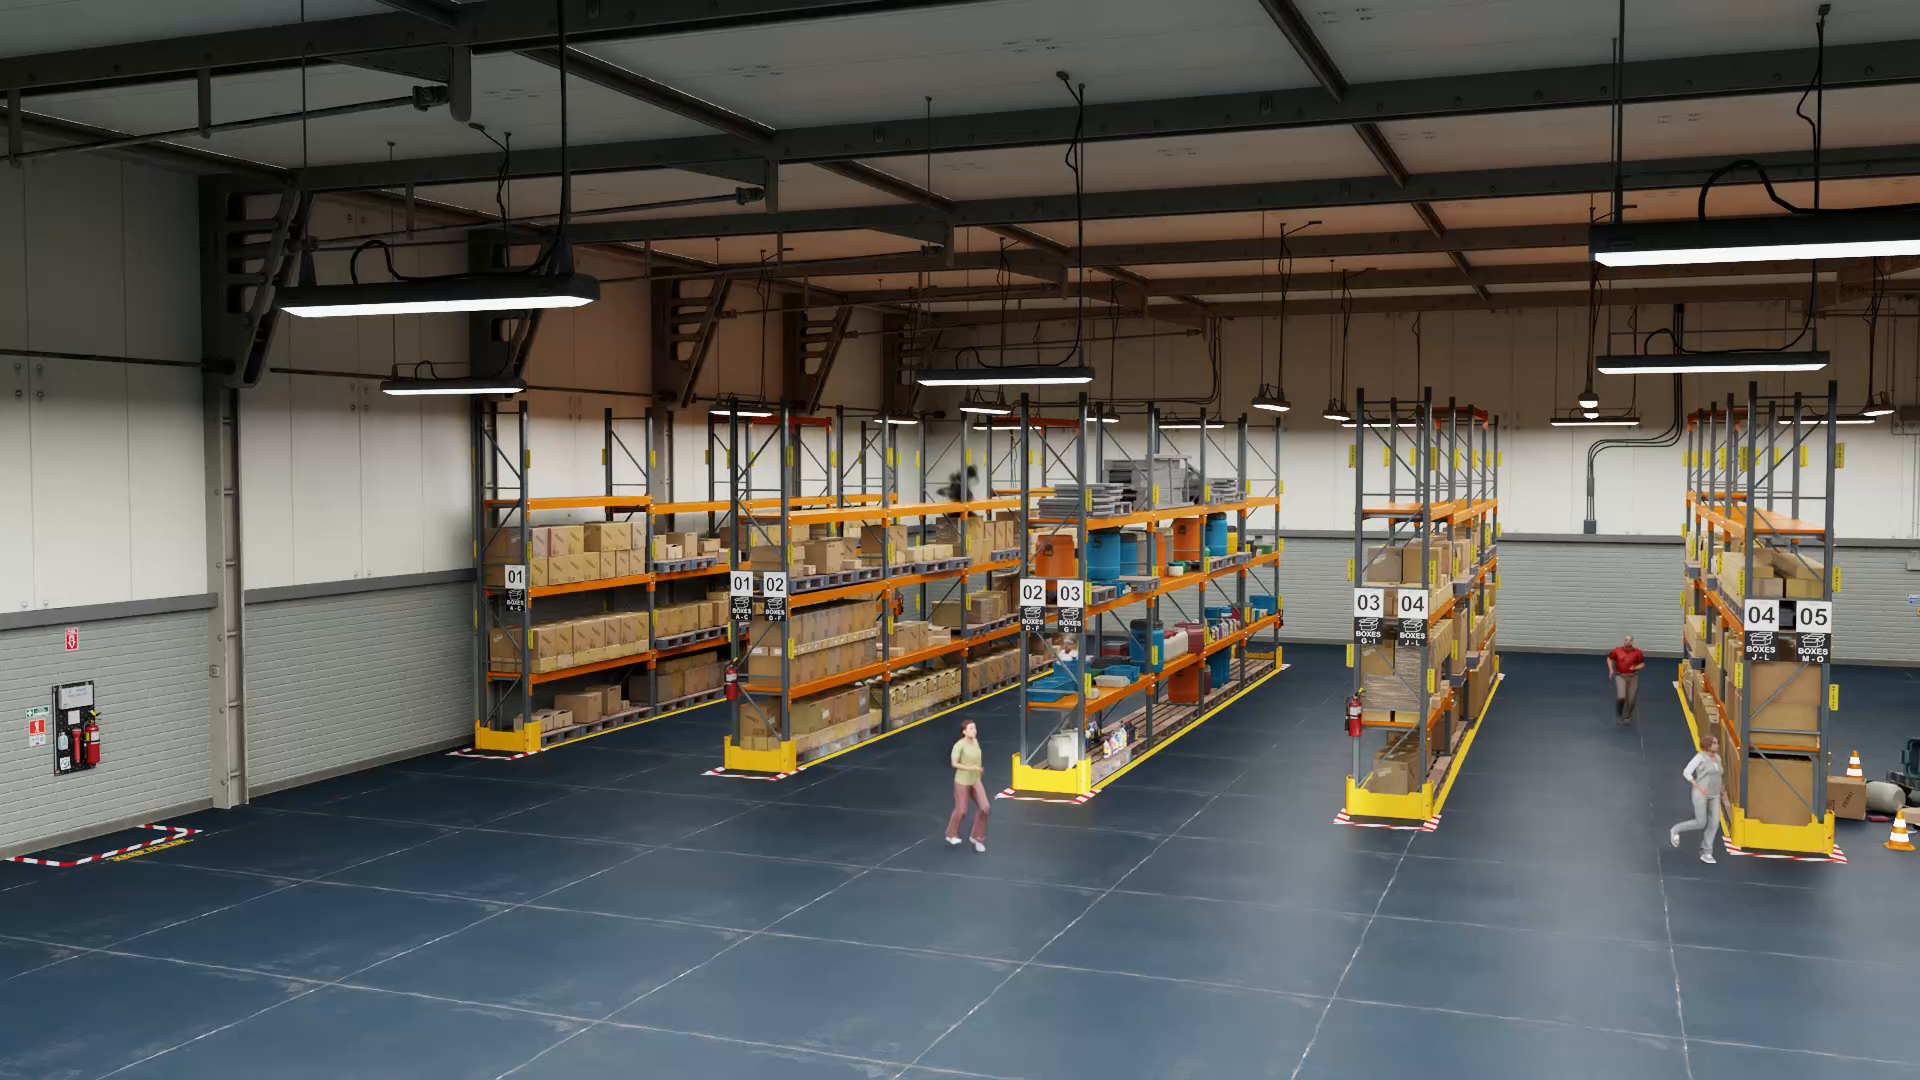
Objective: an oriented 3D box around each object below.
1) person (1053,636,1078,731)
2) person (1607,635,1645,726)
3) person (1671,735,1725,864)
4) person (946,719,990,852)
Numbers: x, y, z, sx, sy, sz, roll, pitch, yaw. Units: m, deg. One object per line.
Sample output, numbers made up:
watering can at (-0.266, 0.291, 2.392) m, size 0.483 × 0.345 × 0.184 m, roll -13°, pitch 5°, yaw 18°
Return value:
person at (2.050, 2.637, 30.855) m, size 0.690 × 1.747 × 0.662 m, roll 1°, pitch 3°, yaw 23°
person at (12.472, 2.634, 31.115) m, size 0.637 × 1.721 × 0.685 m, roll 1°, pitch 3°, yaw 15°
person at (9.347, 3.216, 20.846) m, size 0.605 × 1.545 × 0.724 m, roll -1°, pitch 3°, yaw -20°
person at (0.102, 3.150, 21.258) m, size 0.597 × 1.732 × 0.707 m, roll -2°, pitch 4°, yaw -41°
